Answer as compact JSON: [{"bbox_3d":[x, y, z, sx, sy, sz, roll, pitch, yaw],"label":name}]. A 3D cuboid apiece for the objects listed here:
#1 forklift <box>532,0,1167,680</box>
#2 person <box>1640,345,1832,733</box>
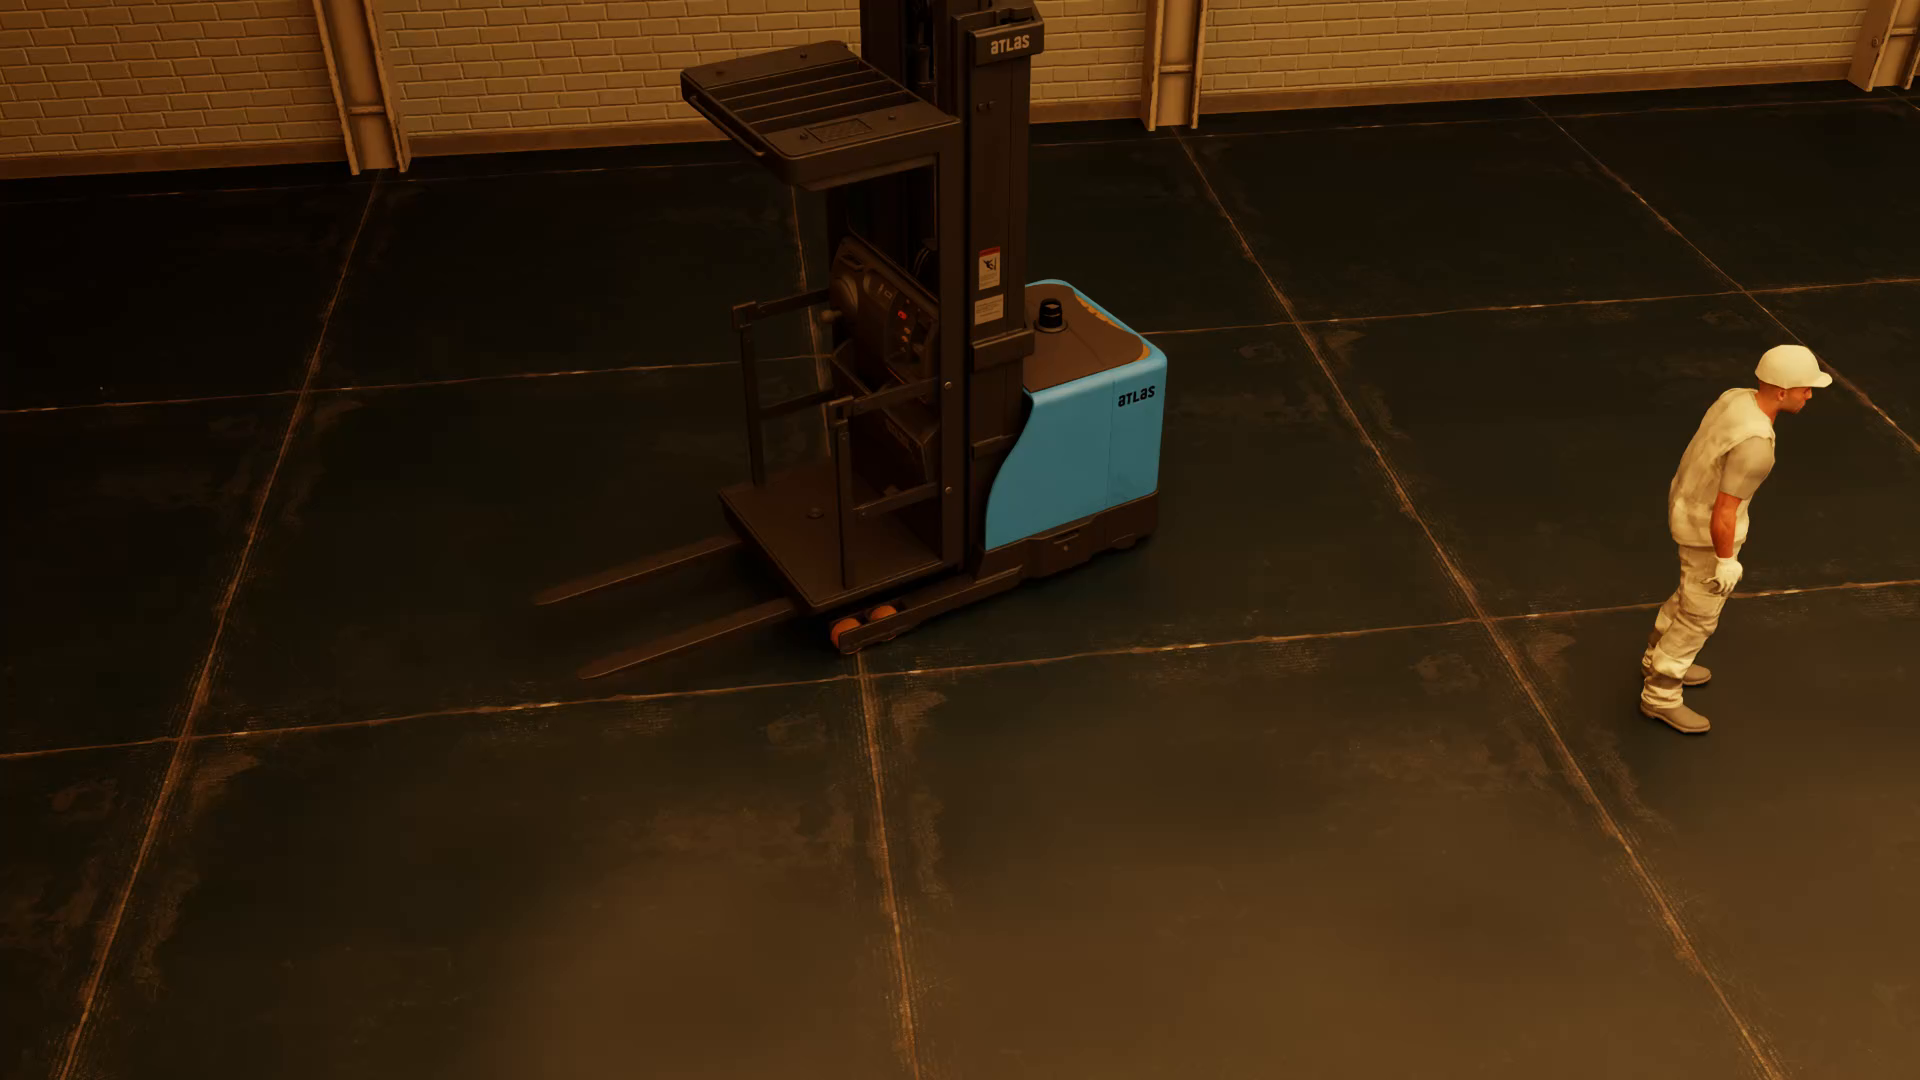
[{"bbox_3d":[-0.526,-1.008,7.419,3.031,2.935,1.130,-19,40,-24],"label":"forklift"},{"bbox_3d":[3.225,-0.034,7.060,0.453,1.778,0.616,11,37,15],"label":"person"}]
